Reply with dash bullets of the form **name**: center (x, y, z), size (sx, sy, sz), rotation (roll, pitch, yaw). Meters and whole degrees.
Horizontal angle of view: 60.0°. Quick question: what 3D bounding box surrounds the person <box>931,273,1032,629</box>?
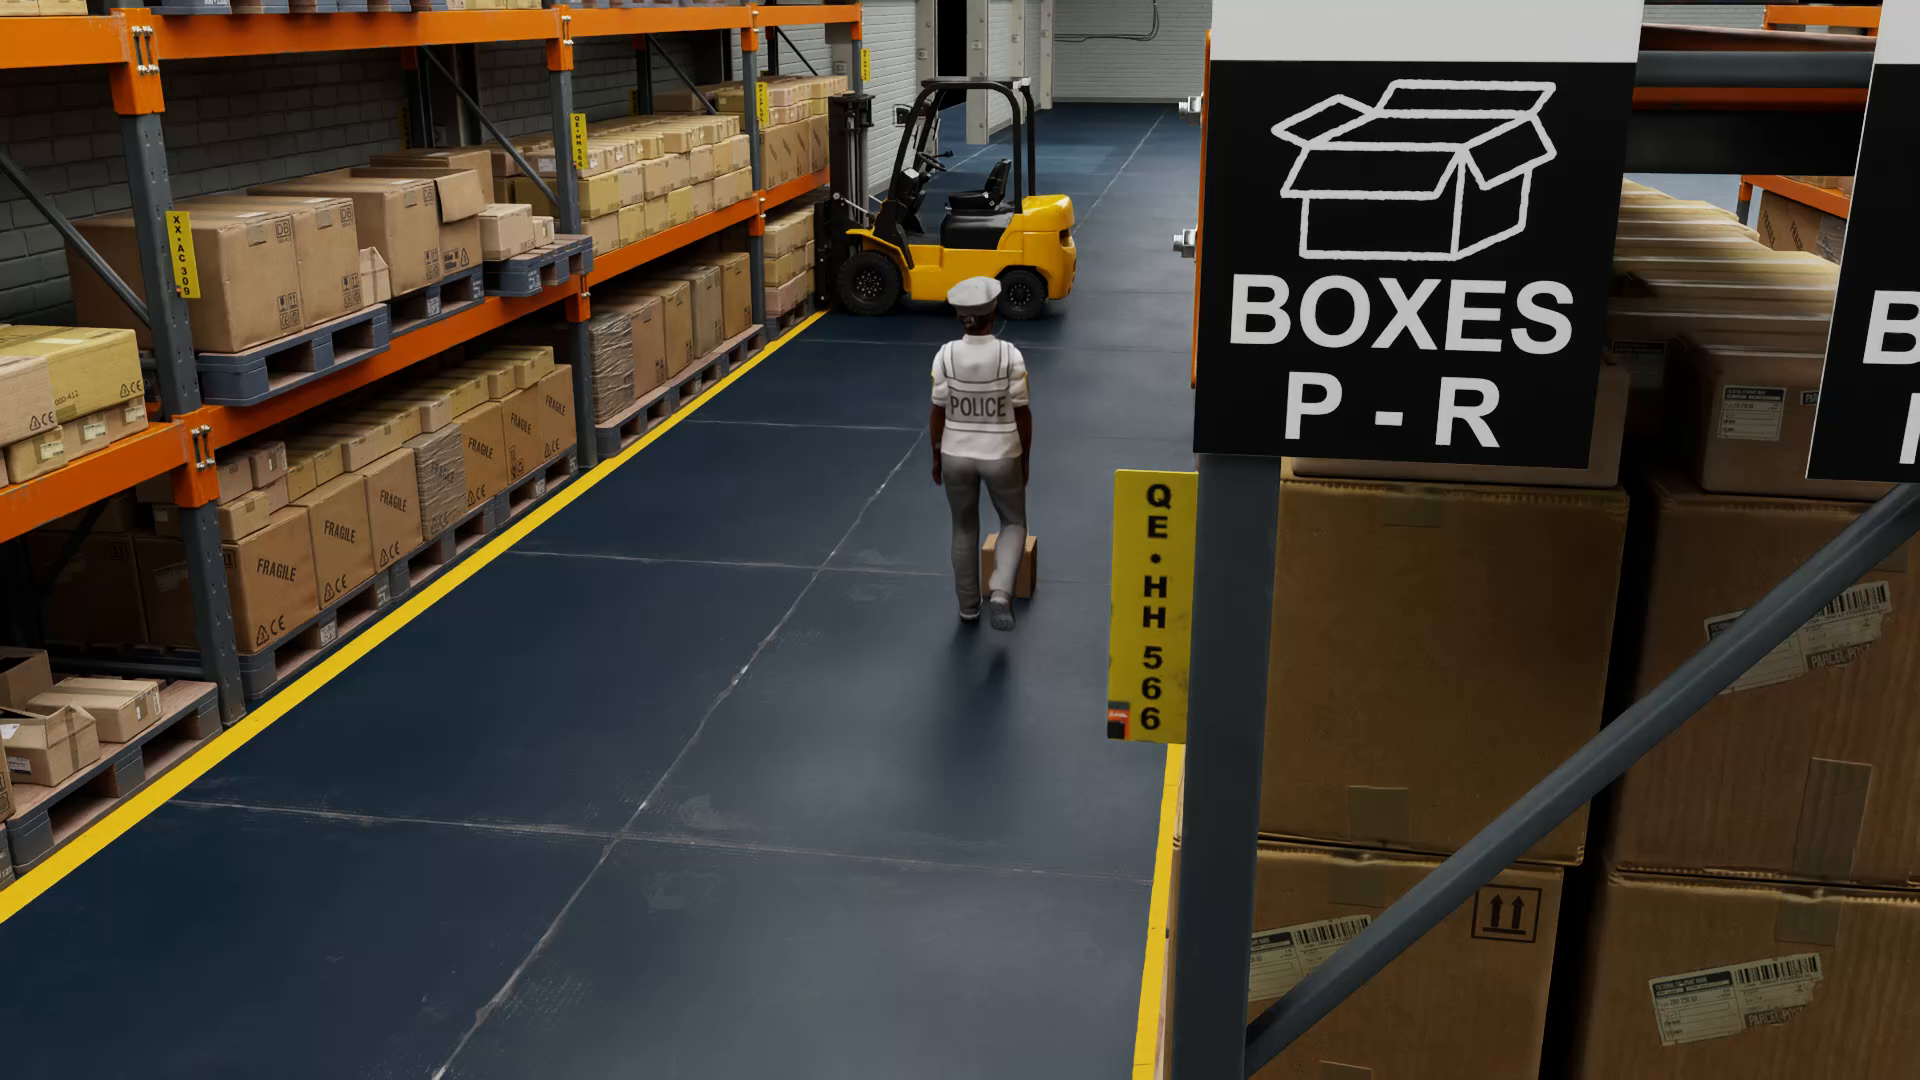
- **person**: center (0.102, -0.401, 7.702), size (0.470, 1.661, 0.622), rotation (2, 18, 6)
